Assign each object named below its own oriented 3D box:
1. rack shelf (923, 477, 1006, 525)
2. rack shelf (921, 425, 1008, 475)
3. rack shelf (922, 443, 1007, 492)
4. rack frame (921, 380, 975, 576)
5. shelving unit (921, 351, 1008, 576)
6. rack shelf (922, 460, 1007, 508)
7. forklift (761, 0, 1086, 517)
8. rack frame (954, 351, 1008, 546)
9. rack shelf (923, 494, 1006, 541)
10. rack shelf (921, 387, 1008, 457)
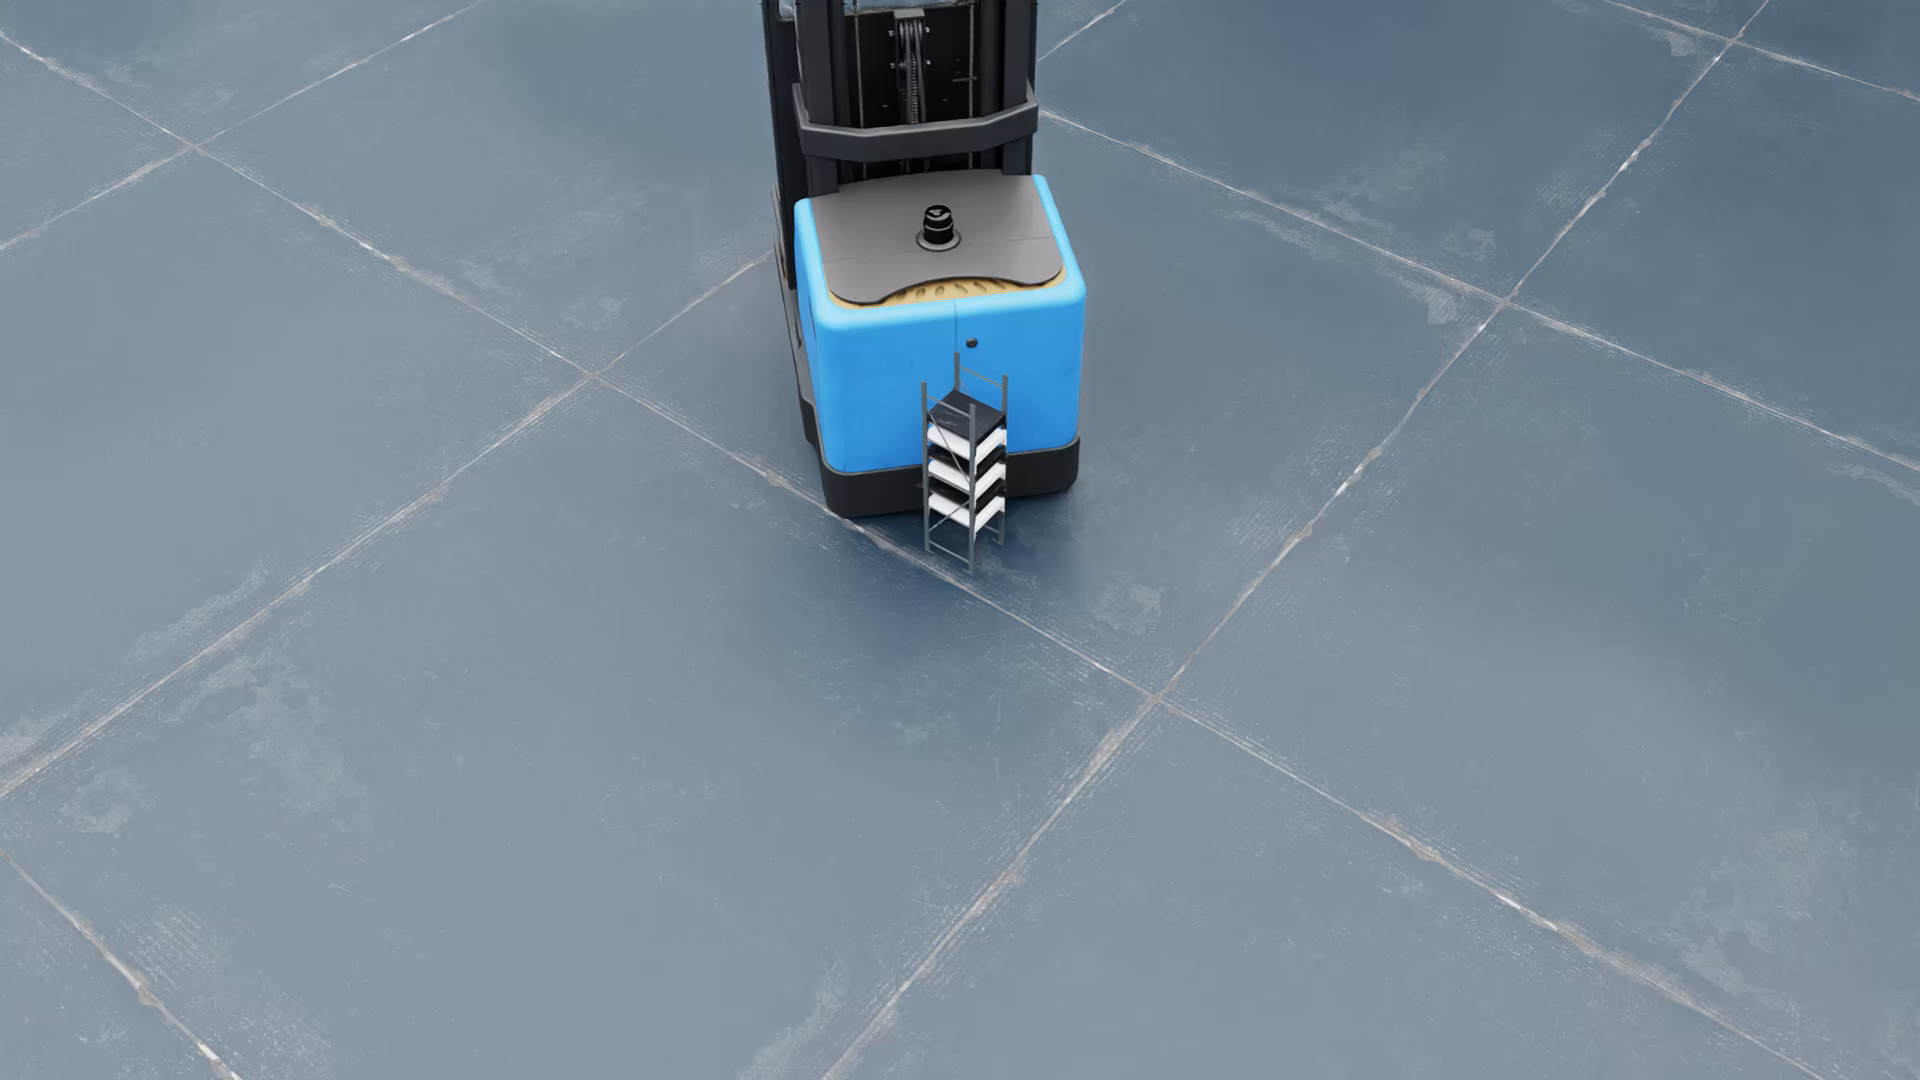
[{"bbox_3d":[0.017,-0.195,6.484,0.258,0.077,0.200,28,52,24],"label":"rack shelf"},{"bbox_3d":[0.017,-0.381,6.289,0.258,0.077,0.200,28,52,24],"label":"rack shelf"},{"bbox_3d":[0.017,-0.319,6.354,0.258,0.077,0.200,28,52,24],"label":"rack shelf"},{"bbox_3d":[-0.043,-0.220,6.338,0.240,0.900,0.006,28,52,24],"label":"rack frame"},{"bbox_3d":[0.017,-0.280,6.395,0.258,0.900,0.210,28,52,24],"label":"shelving unit"},{"bbox_3d":[0.017,-0.257,6.419,0.258,0.077,0.200,28,52,24],"label":"rack shelf"},{"bbox_3d":[-0.280,-2.186,6.811,1.130,2.935,3.031,-7,47,-7],"label":"forklift"},{"bbox_3d":[0.077,-0.339,6.452,0.240,0.900,0.006,28,52,24],"label":"rack frame"},{"bbox_3d":[0.017,-0.132,6.549,0.258,0.077,0.200,28,52,24],"label":"rack shelf"},{"bbox_3d":[0.017,-0.443,6.224,0.258,0.077,0.200,28,52,24],"label":"rack shelf"}]
